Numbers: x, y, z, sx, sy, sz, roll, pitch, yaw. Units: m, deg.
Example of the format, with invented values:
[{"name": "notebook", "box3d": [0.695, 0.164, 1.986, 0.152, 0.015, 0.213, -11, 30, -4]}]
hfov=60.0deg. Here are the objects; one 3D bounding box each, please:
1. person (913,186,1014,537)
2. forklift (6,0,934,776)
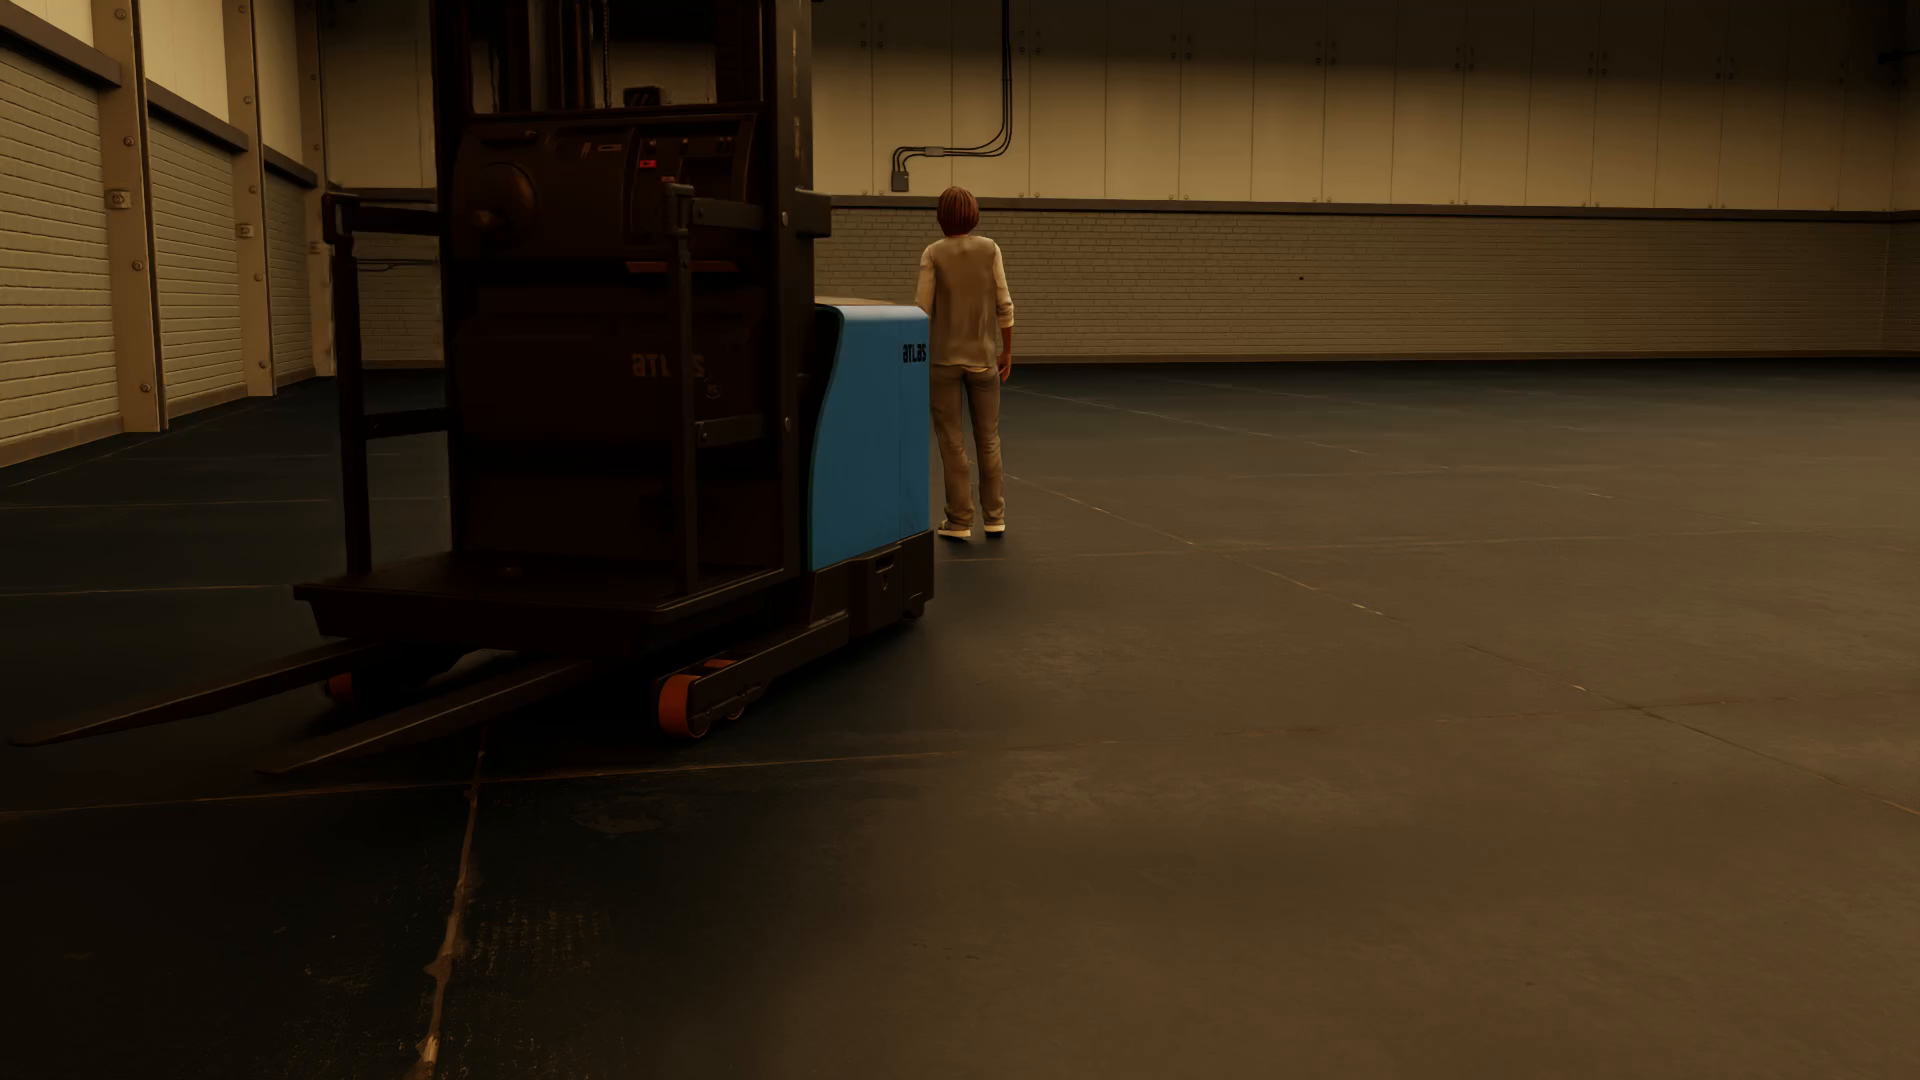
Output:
[{"name": "person", "box3d": [-0.004, -0.805, 7.671, 0.521, 1.592, 0.473, -2, 8, -13]}, {"name": "forklift", "box3d": [-1.060, -1.017, 4.400, 1.130, 2.935, 3.031, 3, 8, 19]}]
